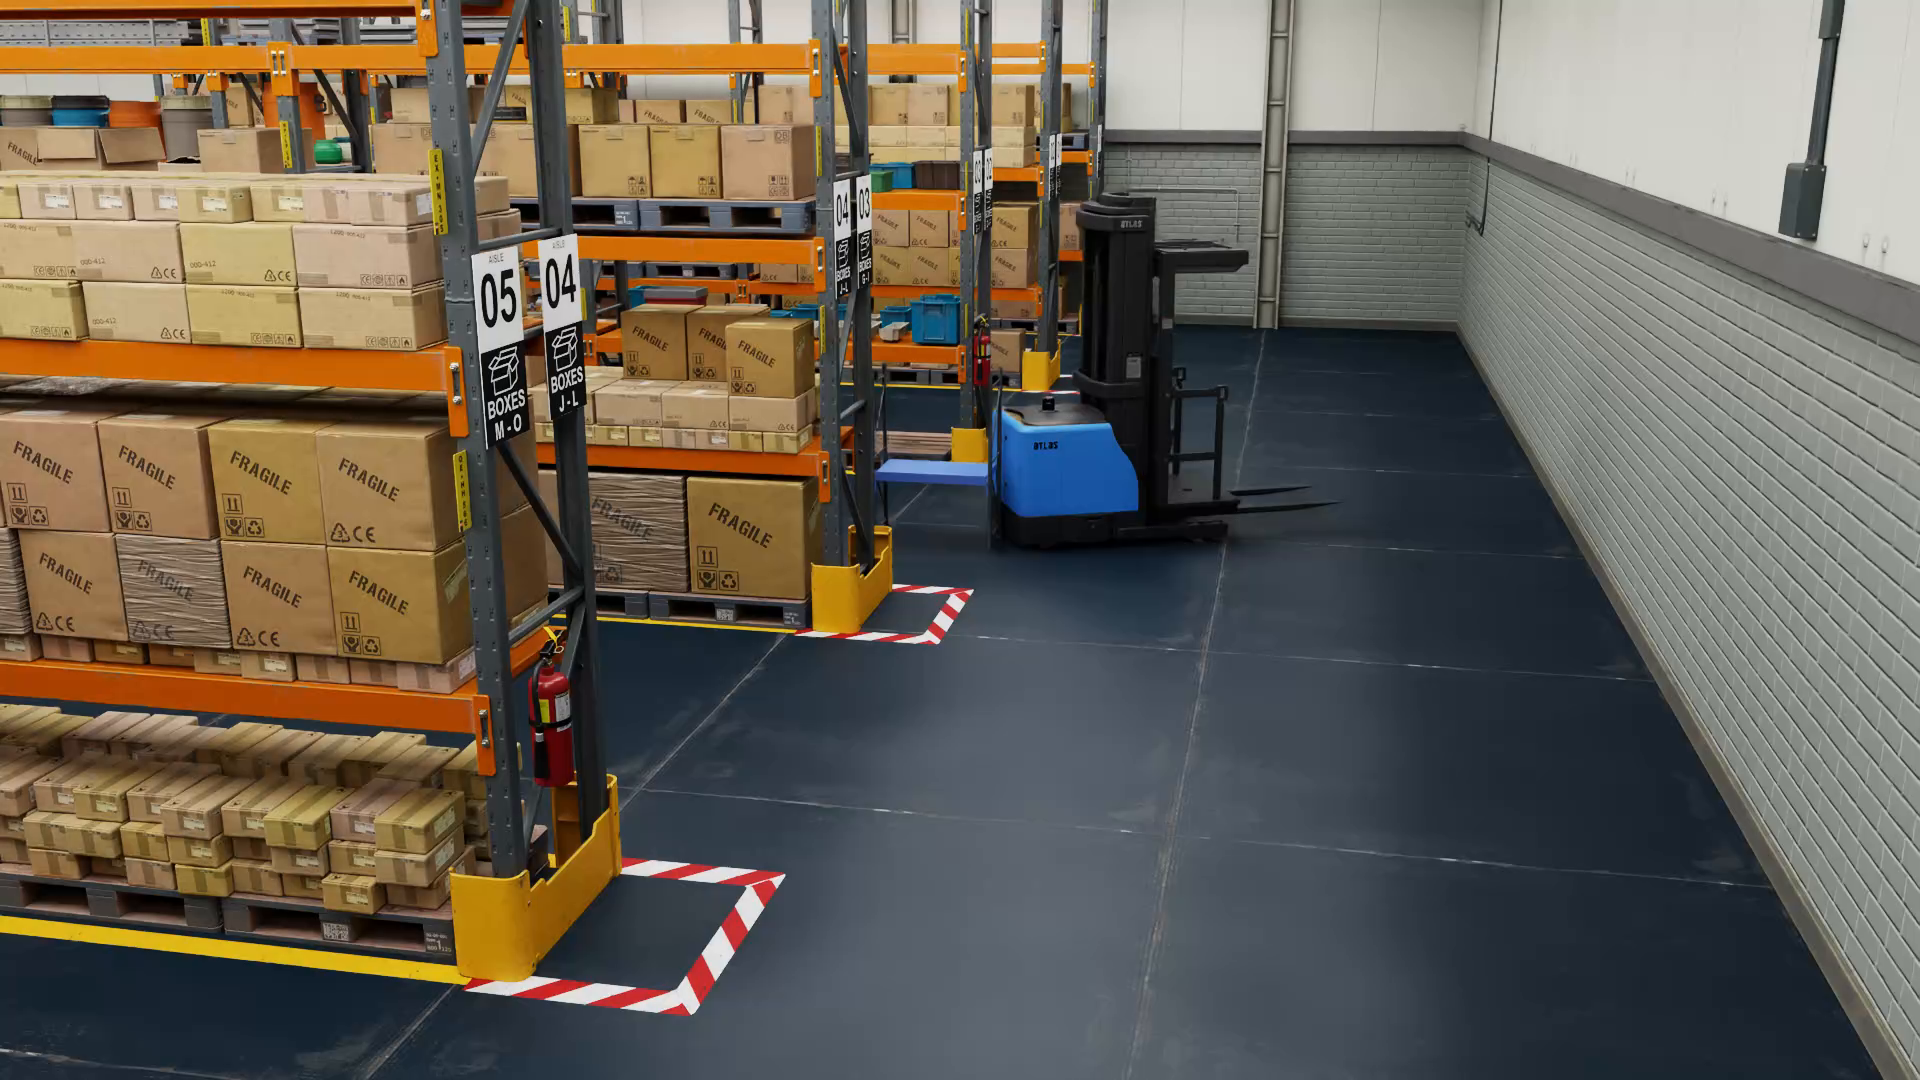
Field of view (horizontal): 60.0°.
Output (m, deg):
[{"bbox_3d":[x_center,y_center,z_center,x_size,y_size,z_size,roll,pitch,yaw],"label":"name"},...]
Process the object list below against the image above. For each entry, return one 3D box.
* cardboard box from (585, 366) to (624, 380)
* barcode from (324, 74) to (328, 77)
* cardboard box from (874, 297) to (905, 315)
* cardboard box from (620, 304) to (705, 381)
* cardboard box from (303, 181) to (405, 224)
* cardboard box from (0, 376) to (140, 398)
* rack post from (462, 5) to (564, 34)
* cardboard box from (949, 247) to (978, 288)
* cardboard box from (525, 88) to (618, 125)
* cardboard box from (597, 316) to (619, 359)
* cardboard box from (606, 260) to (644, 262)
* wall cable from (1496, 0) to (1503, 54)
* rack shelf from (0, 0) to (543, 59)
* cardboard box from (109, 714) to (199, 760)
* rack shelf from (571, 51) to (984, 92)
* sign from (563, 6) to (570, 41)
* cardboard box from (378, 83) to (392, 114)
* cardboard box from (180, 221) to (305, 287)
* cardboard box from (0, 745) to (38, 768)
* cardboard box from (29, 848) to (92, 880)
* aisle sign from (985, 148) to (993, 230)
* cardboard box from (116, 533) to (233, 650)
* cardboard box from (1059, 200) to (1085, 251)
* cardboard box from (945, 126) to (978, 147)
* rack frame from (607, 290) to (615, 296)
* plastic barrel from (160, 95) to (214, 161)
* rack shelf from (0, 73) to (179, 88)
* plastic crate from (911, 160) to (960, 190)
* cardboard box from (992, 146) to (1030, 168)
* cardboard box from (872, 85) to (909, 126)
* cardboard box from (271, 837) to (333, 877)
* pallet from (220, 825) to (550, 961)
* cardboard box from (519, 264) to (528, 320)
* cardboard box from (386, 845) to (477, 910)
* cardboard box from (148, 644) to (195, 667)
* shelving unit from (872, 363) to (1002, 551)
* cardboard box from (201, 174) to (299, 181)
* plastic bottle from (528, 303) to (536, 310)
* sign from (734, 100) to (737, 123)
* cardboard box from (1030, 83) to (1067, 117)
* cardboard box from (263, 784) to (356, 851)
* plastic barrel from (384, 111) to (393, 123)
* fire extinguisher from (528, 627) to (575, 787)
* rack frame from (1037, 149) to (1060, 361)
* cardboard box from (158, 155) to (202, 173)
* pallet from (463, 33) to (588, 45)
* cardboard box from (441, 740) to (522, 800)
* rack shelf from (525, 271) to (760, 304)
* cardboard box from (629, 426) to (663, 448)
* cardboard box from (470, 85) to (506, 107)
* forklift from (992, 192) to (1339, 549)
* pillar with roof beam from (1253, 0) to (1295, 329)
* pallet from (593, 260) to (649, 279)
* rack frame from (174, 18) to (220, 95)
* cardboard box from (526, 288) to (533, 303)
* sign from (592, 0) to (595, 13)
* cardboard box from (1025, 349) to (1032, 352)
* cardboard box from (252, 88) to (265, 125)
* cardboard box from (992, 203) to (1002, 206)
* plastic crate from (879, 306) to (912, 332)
[{"bbox_3d":[-2.757,-1.173,12.831,0.500,0.250,0.500,3,16,10],"label":"cardboard box"},{"bbox_3d":[-10.901,-7.999,28.572,0.075,0.075,0.001,3,16,11],"label":"barcode"},{"bbox_3d":[-1.072,-3.957,27.054,0.500,0.500,0.700,3,16,12],"label":"cardboard box"},{"bbox_3d":[-2.242,-1.507,12.632,0.500,0.500,0.500,3,16,10],"label":"cardboard box"},{"bbox_3d":[-2.524,-1.414,6.956,0.250,0.149,0.380,3,16,12],"label":"cardboard box"},{"bbox_3d":[-4.312,-0.509,8.091,0.500,0.500,0.500,4,16,13],"label":"cardboard box"},{"bbox_3d":[-4.578,-5.342,17.062,0.954,0.300,0.937,3,16,10],"label":"rack post"},{"bbox_3d":[0.149,-3.545,21.482,0.500,0.500,0.500,3,16,12],"label":"cardboard box"},{"bbox_3d":[-2.804,-3.142,12.029,0.500,0.250,0.500,3,16,9],"label":"cardboard box"},{"bbox_3d":[-4.782,-2.770,22.732,0.500,0.500,0.500,3,16,9],"label":"cardboard box"},{"bbox_3d":[-4.512,-4.058,22.550,0.500,0.500,0.700,-1,16,-3],"label":"cardboard box"},{"bbox_3d":[7.067,-7.540,21.210,0.112,2.526,3.097,3,16,11],"label":"wall cable"},{"bbox_3d":[-3.873,-2.283,7.230,4.000,0.370,1.077,3,16,11],"label":"rack shelf"},{"bbox_3d":[-4.140,1.039,8.560,0.250,0.149,0.380,3,16,9],"label":"cardboard box"},{"bbox_3d":[-1.799,-4.680,16.625,4.000,0.370,1.077,3,16,11],"label":"rack shelf"},{"bbox_3d":[-3.870,-5.081,16.369,0.005,0.325,0.100,3,16,11],"label":"sign"},{"bbox_3d":[-10.047,-7.538,28.367,0.500,0.500,0.500,3,16,12],"label":"cardboard box"},{"bbox_3d":[-2.917,-1.233,7.049,0.500,0.250,0.500,3,16,10],"label":"cardboard box"},{"bbox_3d":[-4.761,1.149,8.163,0.250,0.149,0.380,3,16,10],"label":"cardboard box"},{"bbox_3d":[-4.261,1.487,8.059,0.250,0.149,0.380,3,16,10],"label":"cardboard box"},{"bbox_3d":[0.291,-3.548,16.812,0.004,0.787,0.394,3,16,11],"label":"aisle sign"},{"bbox_3d":[-3.408,0.165,7.533,0.500,0.500,0.500,3,16,11],"label":"cardboard box"},{"bbox_3d":[1.633,-4.982,26.297,0.700,0.700,0.980,4,16,14],"label":"cardboard box"},{"bbox_3d":[0.107,-5.118,21.076,0.500,0.250,0.500,3,16,11],"label":"cardboard box"},{"bbox_3d":[-5.704,-5.239,27.785,0.127,3.000,1.000,3,16,11],"label":"rack frame"},{"bbox_3d":[-8.440,-4.435,18.324,0.600,0.901,0.600,0,15,0],"label":"plastic barrel"},{"bbox_3d":[-12.568,-6.614,23.607,4.000,0.370,1.077,3,16,11],"label":"rack shelf"},{"bbox_3d":[-0.161,-3.697,16.847,0.590,0.269,0.497,3,16,11],"label":"plastic crate"},{"bbox_3d":[0.596,-4.849,21.039,0.500,0.250,0.500,3,16,11],"label":"cardboard box"},{"bbox_3d":[-0.811,-5.614,21.461,0.500,0.500,0.700,3,16,11],"label":"cardboard box"},{"bbox_3d":[-2.997,1.414,7.765,0.250,0.149,0.380,2,16,9],"label":"cardboard box"},{"bbox_3d":[-2.777,1.654,8.127,1.213,0.211,1.003,3,16,11],"label":"pallet"},{"bbox_3d":[-2.303,-1.098,7.498,0.500,0.250,0.500,4,16,13],"label":"cardboard box"},{"bbox_3d":[-2.471,1.564,7.779,0.250,0.149,0.380,3,16,12],"label":"cardboard box"},{"bbox_3d":[-3.534,0.452,7.710,0.250,0.149,0.380,2,16,9],"label":"cardboard box"},{"bbox_3d":[-0.202,-0.719,14.279,1.048,1.500,0.538,3,16,11],"label":"shelving unit"},{"bbox_3d":[-3.195,-1.568,7.512,0.250,0.149,0.380,4,16,13],"label":"cardboard box"},{"bbox_3d":[-4.699,-2.501,18.273,0.097,0.201,0.097,0,15,0],"label":"plastic bottle"},{"bbox_3d":[-2.875,-5.469,21.291,0.005,0.325,0.100,3,16,11],"label":"sign"},{"bbox_3d":[1.364,-6.766,25.582,0.500,0.500,0.500,3,16,11],"label":"cardboard box"},{"bbox_3d":[-2.997,1.280,7.690,0.250,0.149,0.380,3,16,10],"label":"cardboard box"},{"bbox_3d":[-5.911,-4.306,17.756,0.433,0.535,0.433,0,15,0],"label":"plastic barrel"},{"bbox_3d":[-1.759,0.717,7.126,0.183,0.674,0.296,3,16,11],"label":"fire extinguisher"},{"bbox_3d":[1.152,-3.517,21.570,0.127,3.000,1.000,3,16,11],"label":"rack frame"},{"bbox_3d":[-5.803,-2.826,12.835,0.500,0.311,0.500,3,16,9],"label":"cardboard box"},{"bbox_3d":[-4.576,-5.078,17.069,1.213,0.211,1.003,3,16,11],"label":"pallet"},{"bbox_3d":[-2.359,1.134,8.217,0.250,0.149,0.380,2,16,9],"label":"cardboard box"},{"bbox_3d":[-4.728,-3.490,22.818,4.000,0.370,1.077,3,16,11],"label":"rack shelf"},{"bbox_3d":[-2.242,-0.792,12.201,0.250,0.149,0.380,3,16,10],"label":"cardboard box"},{"bbox_3d":[-6.262,-5.893,22.469,0.500,0.500,0.500,3,16,11],"label":"cardboard box"},{"bbox_3d":[1.848,-1.527,14.515,3.031,2.935,1.130,-4,16,-13],"label":"forklift"},{"bbox_3d":[4.095,-6.661,21.681,0.400,9.000,9.100,3,16,11],"label":"pillar with roof beam"},{"bbox_3d":[-4.781,-3.748,22.763,1.213,0.211,1.003,3,16,11],"label":"pallet"},{"bbox_3d":[-10.608,-7.047,23.074,0.127,3.000,1.000,3,16,11],"label":"rack frame"},{"bbox_3d":[-7.395,-4.348,28.427,0.500,0.500,0.700,3,16,11],"label":"cardboard box"},{"bbox_3d":[-5.803,-8.476,26.335,0.005,0.325,0.100,3,16,11],"label":"sign"},{"bbox_3d":[0.810,-2.467,22.297,0.250,0.149,0.380,3,16,11],"label":"cardboard box"},{"bbox_3d":[-9.448,-6.025,23.095,0.500,0.500,0.500,5,16,16],"label":"cardboard box"},{"bbox_3d":[0.256,-4.166,21.851,0.500,0.500,0.500,3,16,12],"label":"cardboard box"},{"bbox_3d":[-0.661,-2.304,17.392,0.300,0.233,0.416,3,16,11],"label":"plastic crate"}]
